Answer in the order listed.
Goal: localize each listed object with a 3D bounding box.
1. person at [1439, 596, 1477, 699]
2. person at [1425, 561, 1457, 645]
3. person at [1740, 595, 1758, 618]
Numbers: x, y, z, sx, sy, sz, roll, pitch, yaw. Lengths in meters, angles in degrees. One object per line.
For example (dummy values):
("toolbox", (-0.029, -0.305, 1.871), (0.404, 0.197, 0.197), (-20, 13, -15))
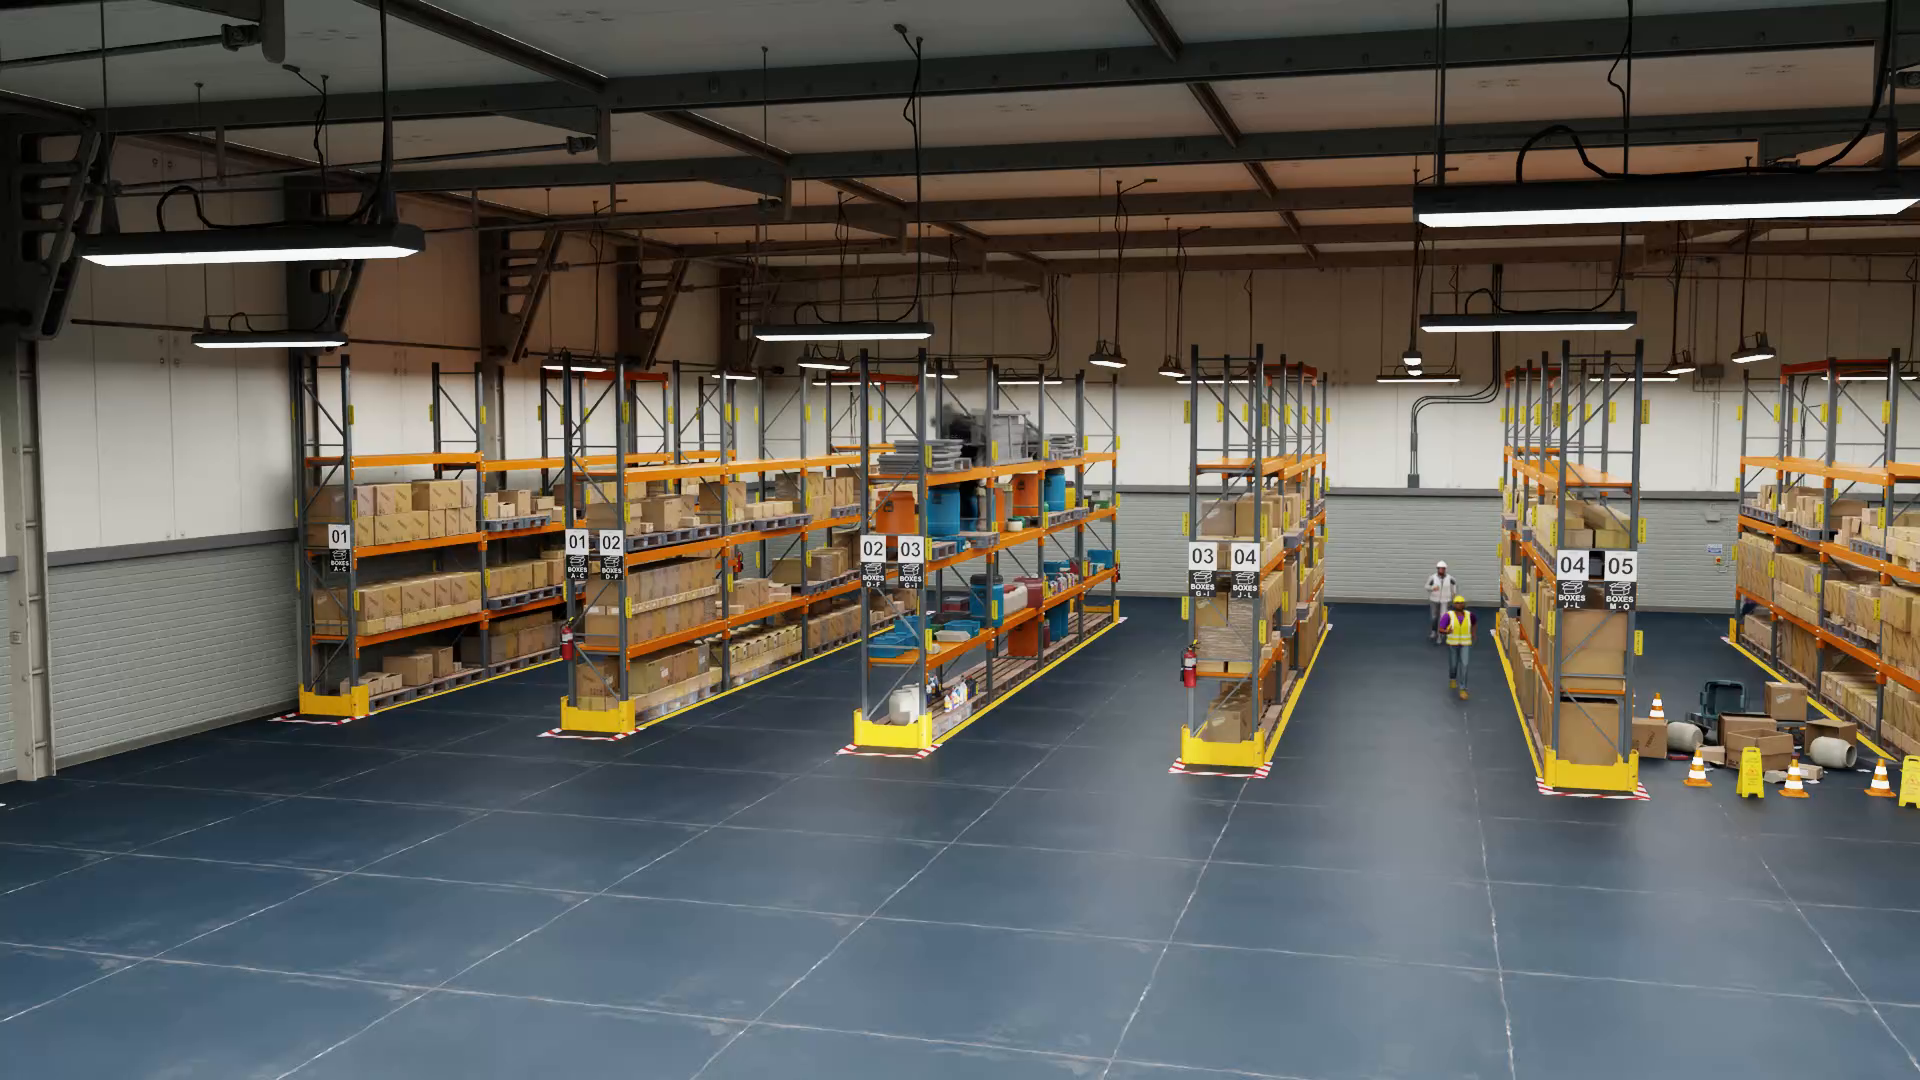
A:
("person", (8.877, 1.873, 29.605), (0.690, 1.771, 0.962), (1, 4, 10))
("person", (10.576, 1.374, 36.610), (0.672, 1.826, 0.801), (2, 5, 19))
("person", (17.963, 1.406, 37.804), (0.559, 1.550, 0.574), (-4, 6, -45))
